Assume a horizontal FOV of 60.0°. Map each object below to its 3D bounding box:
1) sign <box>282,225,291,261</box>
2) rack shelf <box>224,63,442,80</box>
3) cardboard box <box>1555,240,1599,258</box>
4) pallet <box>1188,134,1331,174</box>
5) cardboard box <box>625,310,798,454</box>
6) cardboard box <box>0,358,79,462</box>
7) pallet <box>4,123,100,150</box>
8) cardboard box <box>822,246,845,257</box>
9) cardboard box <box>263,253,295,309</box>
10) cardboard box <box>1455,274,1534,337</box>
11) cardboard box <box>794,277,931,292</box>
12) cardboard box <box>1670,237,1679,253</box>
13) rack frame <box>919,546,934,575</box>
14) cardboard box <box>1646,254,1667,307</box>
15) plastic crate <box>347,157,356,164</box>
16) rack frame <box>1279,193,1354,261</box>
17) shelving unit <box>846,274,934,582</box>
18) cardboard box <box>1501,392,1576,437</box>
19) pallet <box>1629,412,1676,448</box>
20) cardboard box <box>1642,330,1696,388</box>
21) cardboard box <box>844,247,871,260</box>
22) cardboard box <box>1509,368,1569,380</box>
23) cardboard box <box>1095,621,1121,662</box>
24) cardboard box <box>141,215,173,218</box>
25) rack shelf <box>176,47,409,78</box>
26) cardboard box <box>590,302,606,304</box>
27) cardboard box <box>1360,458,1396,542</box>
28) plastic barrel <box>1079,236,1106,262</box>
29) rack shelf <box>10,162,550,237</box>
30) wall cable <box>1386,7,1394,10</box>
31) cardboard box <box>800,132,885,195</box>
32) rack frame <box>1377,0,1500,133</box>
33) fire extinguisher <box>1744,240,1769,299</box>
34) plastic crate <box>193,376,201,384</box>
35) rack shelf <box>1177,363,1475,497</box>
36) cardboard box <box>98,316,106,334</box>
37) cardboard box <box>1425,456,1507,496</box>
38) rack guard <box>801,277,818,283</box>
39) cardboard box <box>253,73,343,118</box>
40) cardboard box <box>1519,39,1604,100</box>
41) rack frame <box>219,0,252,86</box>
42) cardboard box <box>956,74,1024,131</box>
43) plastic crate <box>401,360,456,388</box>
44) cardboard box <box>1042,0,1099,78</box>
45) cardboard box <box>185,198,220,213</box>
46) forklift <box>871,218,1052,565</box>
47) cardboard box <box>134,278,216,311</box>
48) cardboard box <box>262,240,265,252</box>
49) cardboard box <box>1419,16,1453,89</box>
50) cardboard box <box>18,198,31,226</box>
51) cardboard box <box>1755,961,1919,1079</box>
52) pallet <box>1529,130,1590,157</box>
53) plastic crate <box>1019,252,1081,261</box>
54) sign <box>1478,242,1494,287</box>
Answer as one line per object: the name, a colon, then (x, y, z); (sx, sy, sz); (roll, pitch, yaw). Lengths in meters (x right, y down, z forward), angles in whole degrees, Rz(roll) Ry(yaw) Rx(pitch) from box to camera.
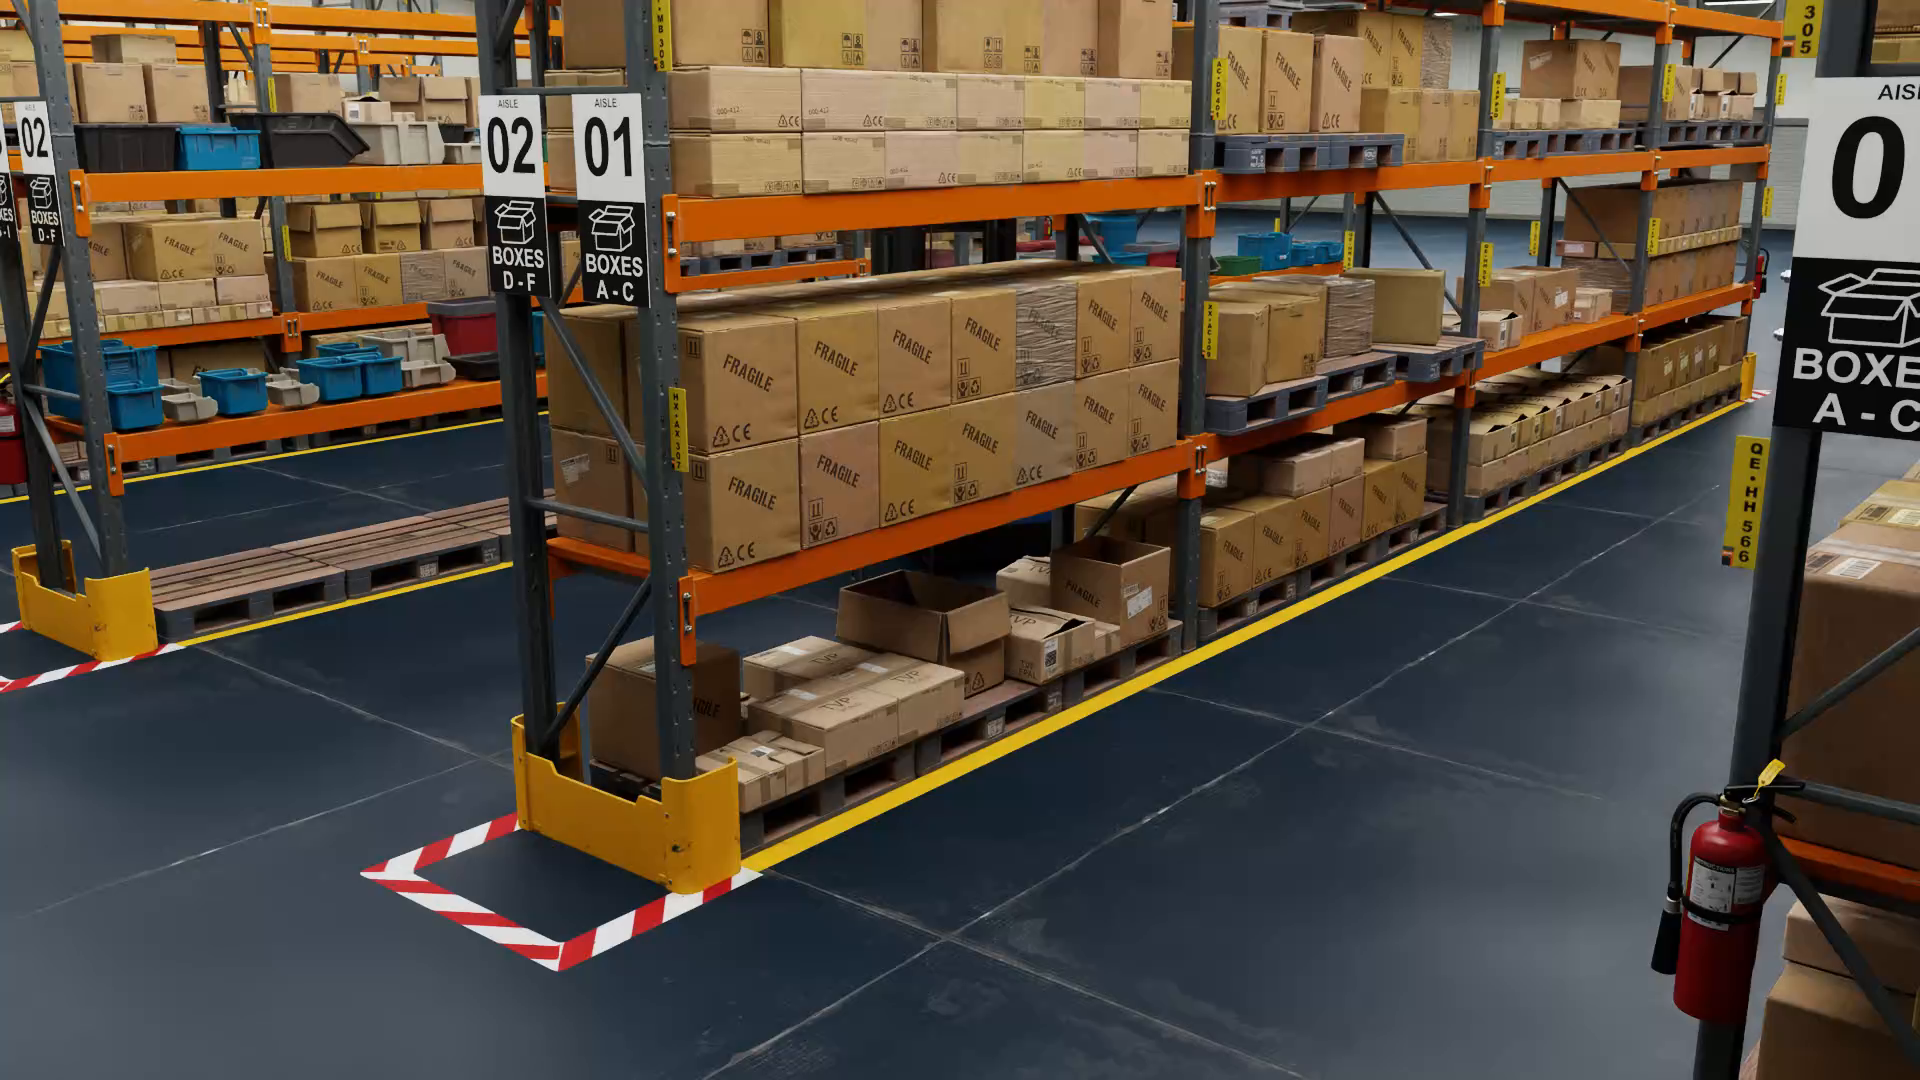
sign: (-6.273, -2.764, 15.493); (0.100, 0.325, 0.005); (11, 18, 38)
rack shelf: (-11.992, -8.973, 31.942); (1.077, 0.370, 4.000); (11, 18, 38)
cardboard box: (6.029, -2.838, 16.183); (0.380, 0.149, 0.250); (11, 18, 37)
pallet: (1.461, -2.335, 10.011); (1.213, 0.211, 1.003); (11, 18, 38)
cardboard box: (-1.033, -0.669, 6.932); (0.500, 0.500, 0.500); (12, 19, 39)
cardboard box: (-8.308, -1.109, 14.358); (0.875, 0.875, 0.875); (11, 18, 38)
pallet: (-7.995, -3.415, 14.062); (1.003, 0.211, 1.213); (11, 18, 38)
cardboard box: (-1.771, -3.889, 22.349); (0.380, 0.149, 0.250); (11, 18, 38)
cardboard box: (-6.624, -2.572, 16.453); (0.500, 0.500, 0.500); (11, 18, 38)
cardboard box: (4.553, -1.997, 14.187); (0.500, 0.500, 0.500); (10, 17, 35)
cardboard box: (-0.489, -1.048, 8.423); (0.500, 0.500, 0.500); (12, 19, 39)
cardboard box: (6.986, -2.970, 16.703); (0.380, 0.149, 0.250); (11, 18, 36)
rack frame: (-0.231, -0.735, 11.250); (0.015, 2.100, 0.400); (-3, 15, -13)
cardboard box: (6.625, -2.627, 16.667); (0.700, 0.500, 0.500); (11, 18, 37)
plastic crate: (-4.262, -2.620, 11.286); (0.437, 0.136, 0.530); (11, 18, 38)
rack frame: (4.689, -3.923, 21.975); (1.000, 3.000, 0.127); (11, 18, 38)
shelving unit: (-0.468, -0.720, 11.194); (0.503, 2.100, 0.431); (-3, 15, -13)
cardboard box: (5.037, -1.119, 14.530); (0.500, 0.311, 0.500); (11, 18, 37)
pallet: (6.557, -1.185, 16.857); (1.003, 0.211, 1.213); (11, 18, 38)
cardboard box: (7.188, -1.856, 17.047); (0.500, 0.500, 0.500); (11, 18, 38)
cardboard box: (-1.309, -3.797, 21.987); (0.380, 0.149, 0.250); (11, 18, 38)
cardboard box: (5.571, -1.492, 15.998); (0.500, 0.311, 0.500); (11, 18, 38)
cardboard box: (0.670, 0.544, 9.284); (0.380, 0.149, 0.250); (11, 18, 38)
cardboard box: (-9.746, -3.854, 20.149); (0.380, 0.149, 0.250); (11, 18, 36)
rack shelf: (-10.643, -7.440, 25.905); (1.077, 0.370, 4.000); (11, 18, 38)
cardboard box: (-5.792, -3.691, 24.777); (1.050, 0.750, 0.750); (11, 18, 37)
cardboard box: (2.780, -0.311, 11.940); (0.500, 0.500, 0.500); (10, 18, 36)
plastic barrel: (1.403, -3.074, 18.355); (0.433, 0.535, 0.433); (0, 14, 0)
rack shelf: (-4.111, -2.348, 11.141); (1.077, 0.370, 4.000); (11, 18, 38)
wall cable: (14.373, -18.259, 53.034); (3.097, 2.526, 0.112); (11, 18, 38)
cardboard box: (-0.672, -1.626, 7.144); (0.500, 0.250, 0.500); (11, 18, 38)
rack frame: (3.511, -4.532, 12.186); (1.000, 3.000, 0.127); (11, 18, 38)
fire extinguisher: (8.975, -3.070, 18.771); (0.296, 0.674, 0.183); (11, 18, 38)
plastic crate: (-4.802, -0.998, 10.873); (0.396, 0.136, 0.243); (11, 18, 38)
rack shelf: (2.254, -0.893, 11.505); (1.077, 0.370, 4.000); (11, 18, 38)
cardboard box: (-7.611, -1.866, 14.387); (0.380, 0.149, 0.250); (12, 18, 38)
cardboard box: (4.069, -0.550, 13.427); (0.500, 0.250, 0.500); (11, 18, 37)
rack guard: (-2.943, -4.270, 28.416); (1.175, 0.500, 0.348); (11, 18, 38)
cardboard box: (-6.349, -4.210, 15.956); (0.700, 0.500, 0.500); (12, 18, 39)
cardboard box: (5.267, -4.114, 14.560); (0.500, 0.500, 0.500); (14, 20, 43)
rack frame: (-13.249, -9.133, 30.296); (1.000, 3.000, 0.127); (11, 18, 38)
cardboard box: (-0.045, -2.060, 7.838); (0.500, 0.250, 0.500); (11, 18, 38)
plastic crate: (-3.714, -1.147, 11.458); (0.293, 0.136, 0.466); (11, 18, 38)
cardboard box: (0.296, -2.672, 8.724); (0.700, 0.500, 0.500); (11, 18, 38)
cardboard box: (-11.437, -5.138, 25.096); (0.500, 0.500, 0.500); (11, 18, 36)
forklift: (-0.228, -1.565, 12.831); (1.130, 2.935, 3.031); (-5, 15, -21)
cardboard box: (-7.103, -2.239, 15.044); (0.500, 0.250, 0.500); (12, 19, 39)
cardboard box: (-8.749, -3.616, 20.423); (0.380, 0.149, 0.250); (12, 19, 39)
cardboard box: (3.232, -3.529, 12.094); (0.500, 0.500, 0.500); (11, 18, 38)
cardboard box: (-10.585, -3.724, 18.353); (0.500, 0.500, 0.500); (10, 18, 36)
cardboard box: (2.700, 1.532, 4.723); (0.700, 0.500, 0.500); (11, 18, 38)
pallet: (4.568, -3.345, 13.989); (1.003, 0.211, 1.213); (12, 19, 40)
plastic crate: (0.914, -2.685, 16.968); (0.402, 0.464, 0.583); (11, 18, 38)
sign: (3.939, -2.065, 12.468); (0.100, 0.325, 0.005); (11, 18, 38)
